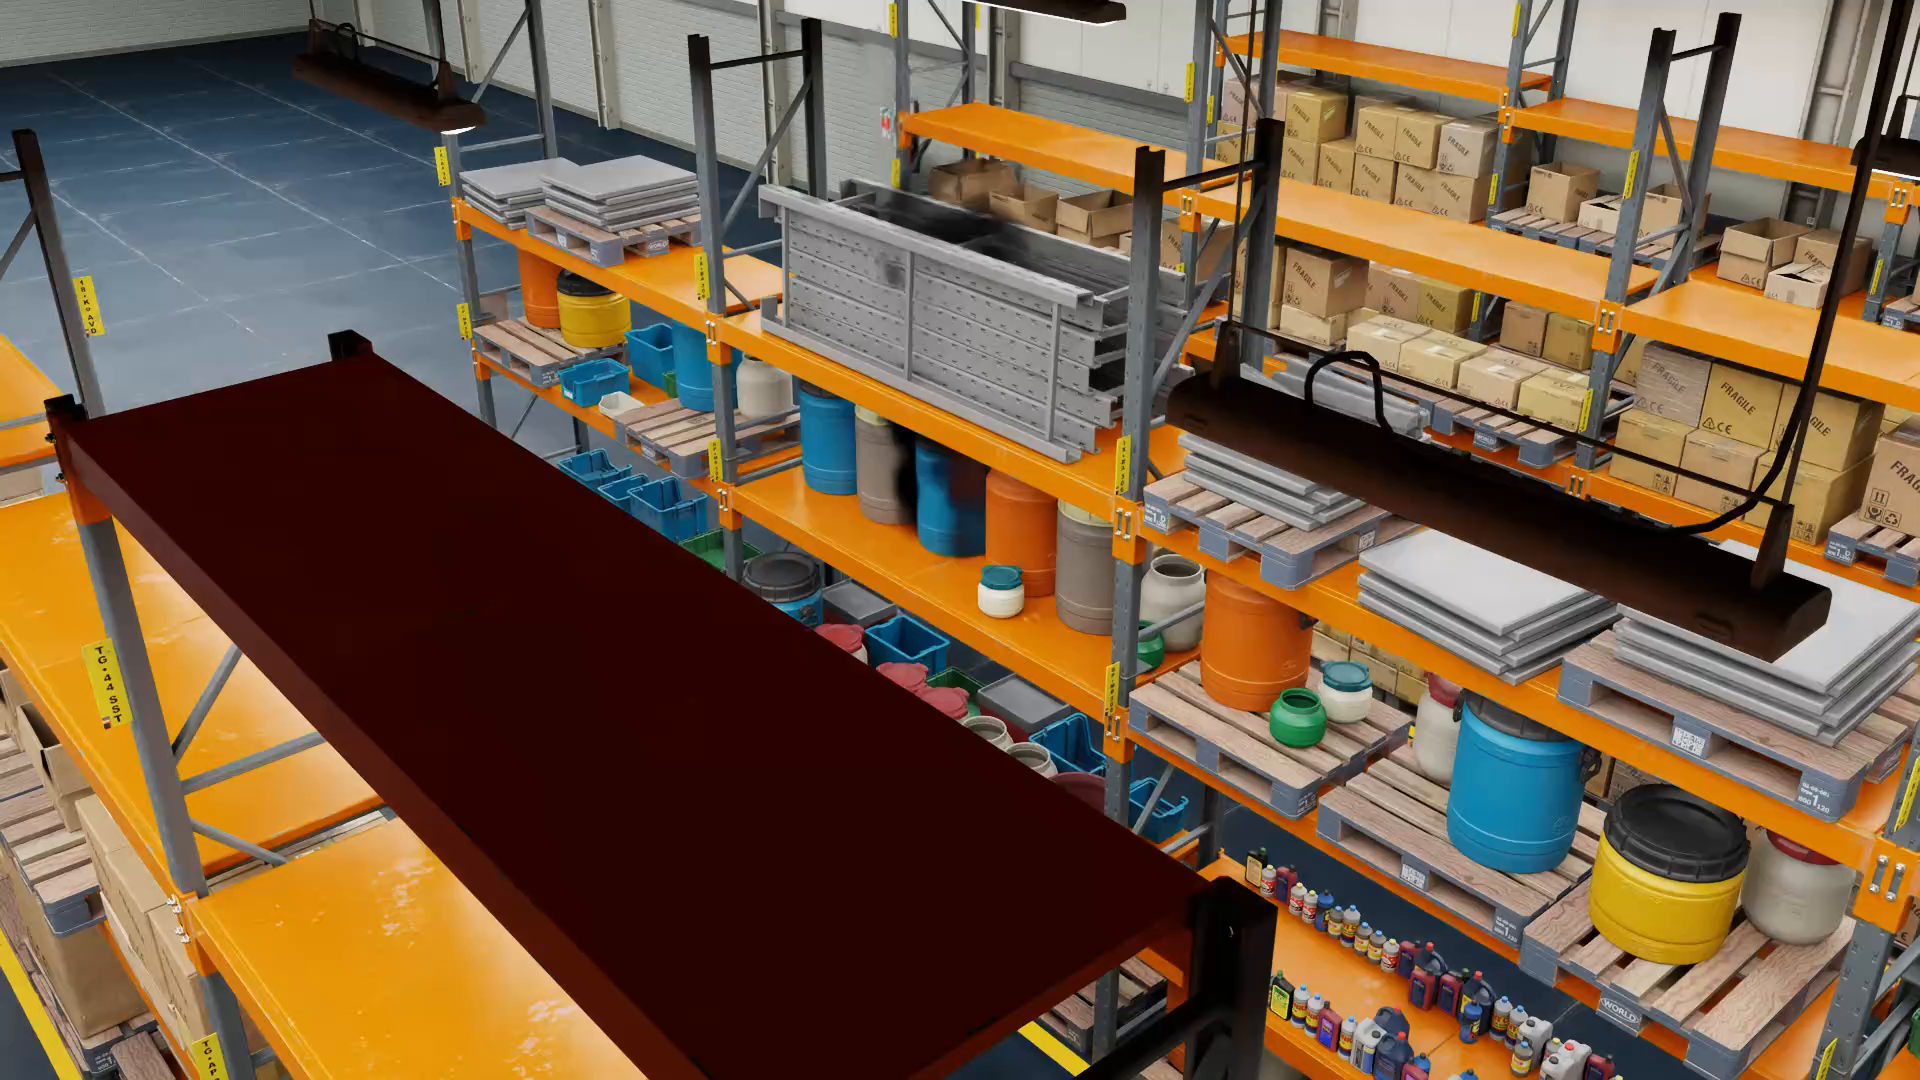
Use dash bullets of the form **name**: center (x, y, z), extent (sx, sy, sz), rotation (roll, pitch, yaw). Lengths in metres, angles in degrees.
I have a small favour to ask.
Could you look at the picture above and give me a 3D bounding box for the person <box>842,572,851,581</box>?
- **person**: center (-0.882, 0.108, 15.573), extent (0.646, 1.615, 0.581), rotation (18, 32, 31)
